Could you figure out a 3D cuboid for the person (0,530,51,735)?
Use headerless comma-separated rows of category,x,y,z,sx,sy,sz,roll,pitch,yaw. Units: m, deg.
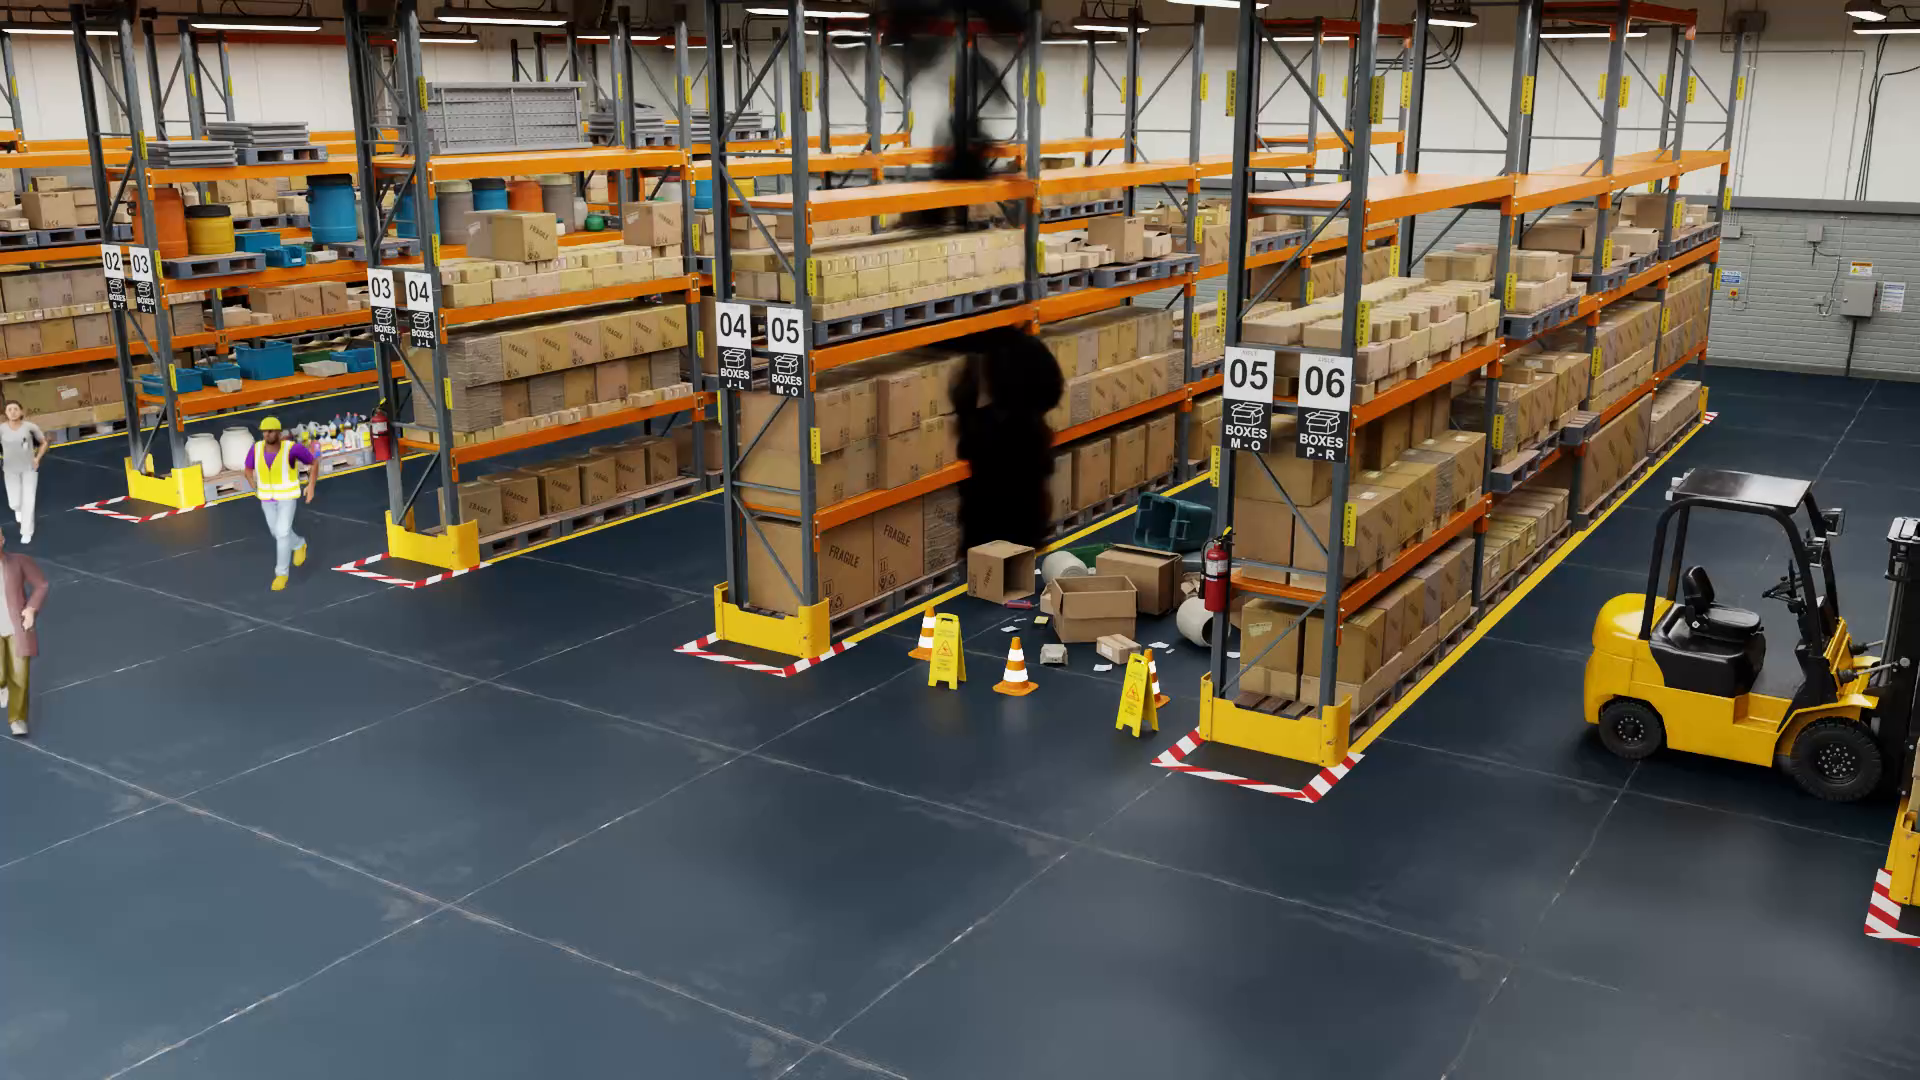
person,-7.736,0.714,13.476,0.724,1.730,0.630,-8,18,-28

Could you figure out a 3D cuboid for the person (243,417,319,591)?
person,-7.162,-0.437,17.524,0.737,1.763,0.937,1,16,4

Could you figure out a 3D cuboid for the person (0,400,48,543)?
person,-10.804,-0.815,19.159,0.580,1.630,0.662,-7,17,-24
